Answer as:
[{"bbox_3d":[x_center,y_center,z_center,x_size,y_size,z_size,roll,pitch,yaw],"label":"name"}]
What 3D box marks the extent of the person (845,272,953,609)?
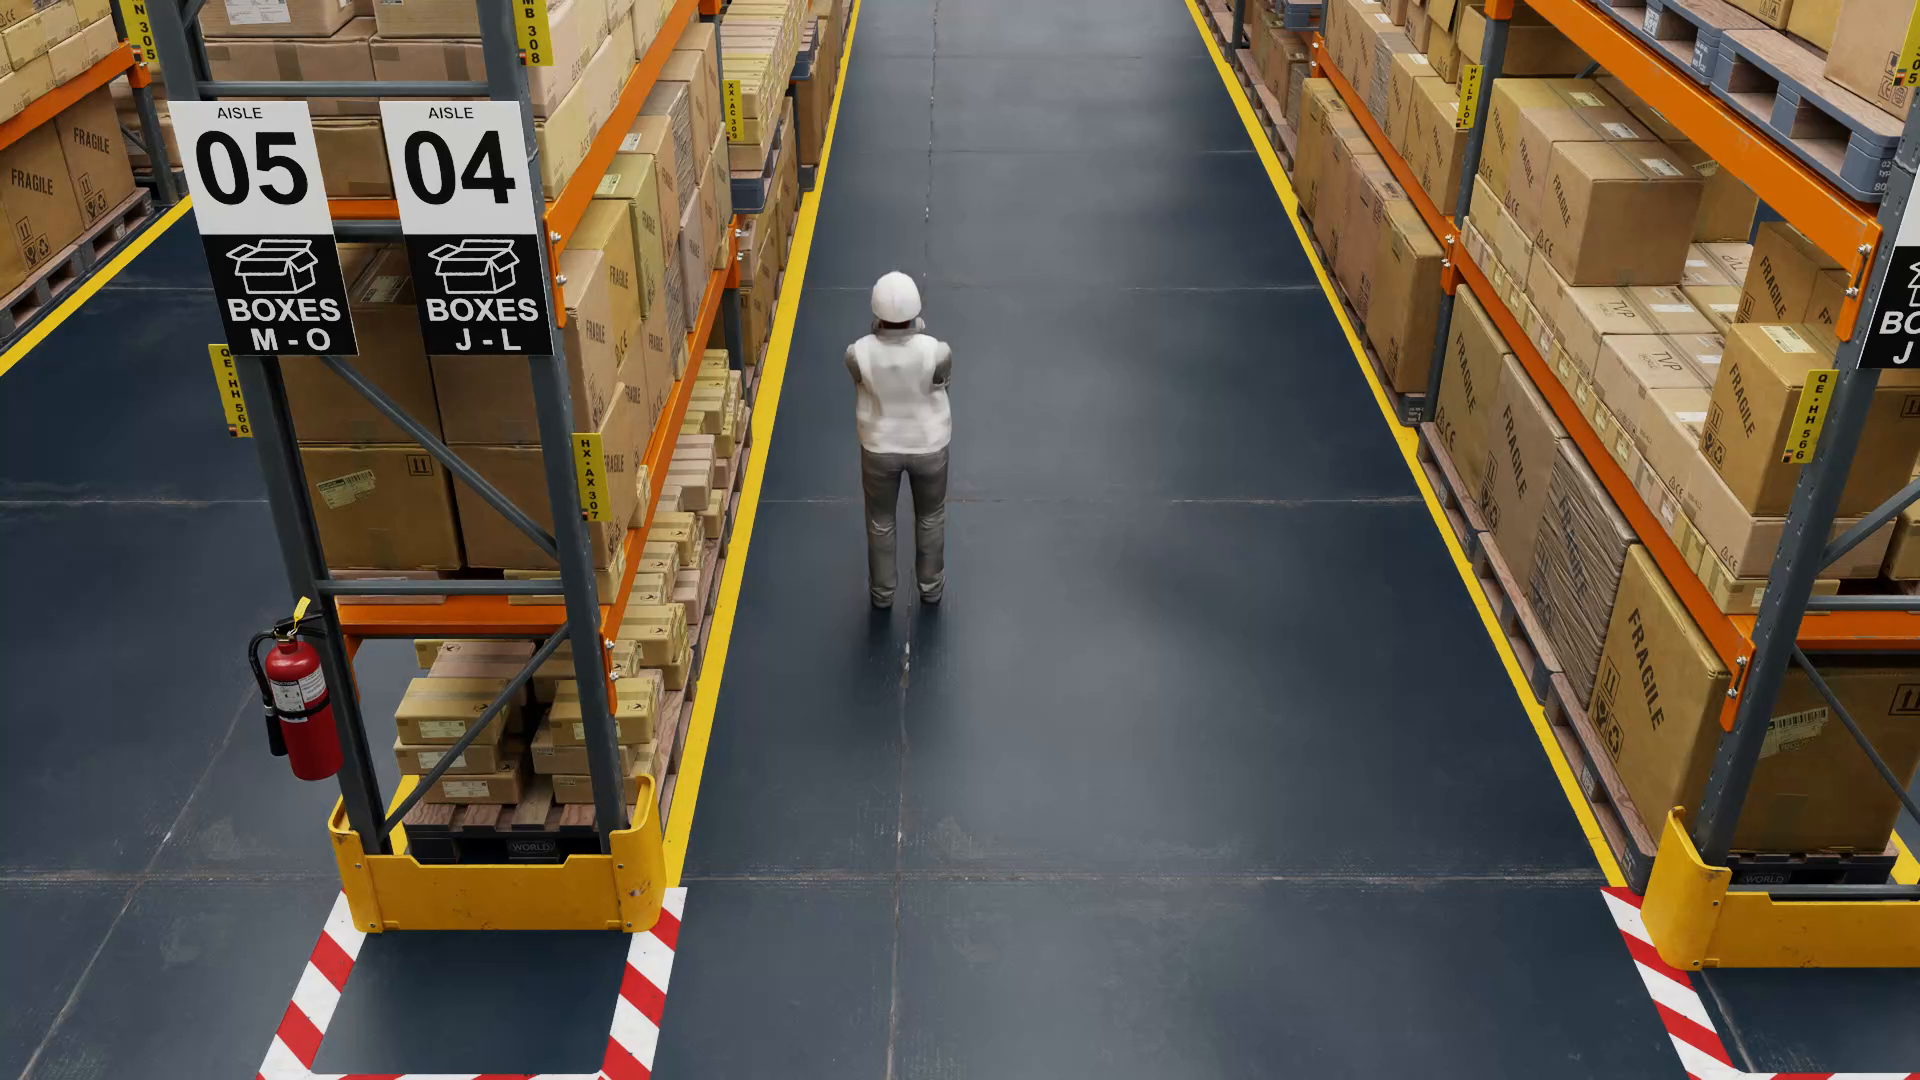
[{"bbox_3d":[-0.280,-0.507,7.950,0.494,1.762,0.551,0,31,1],"label":"person"}]
